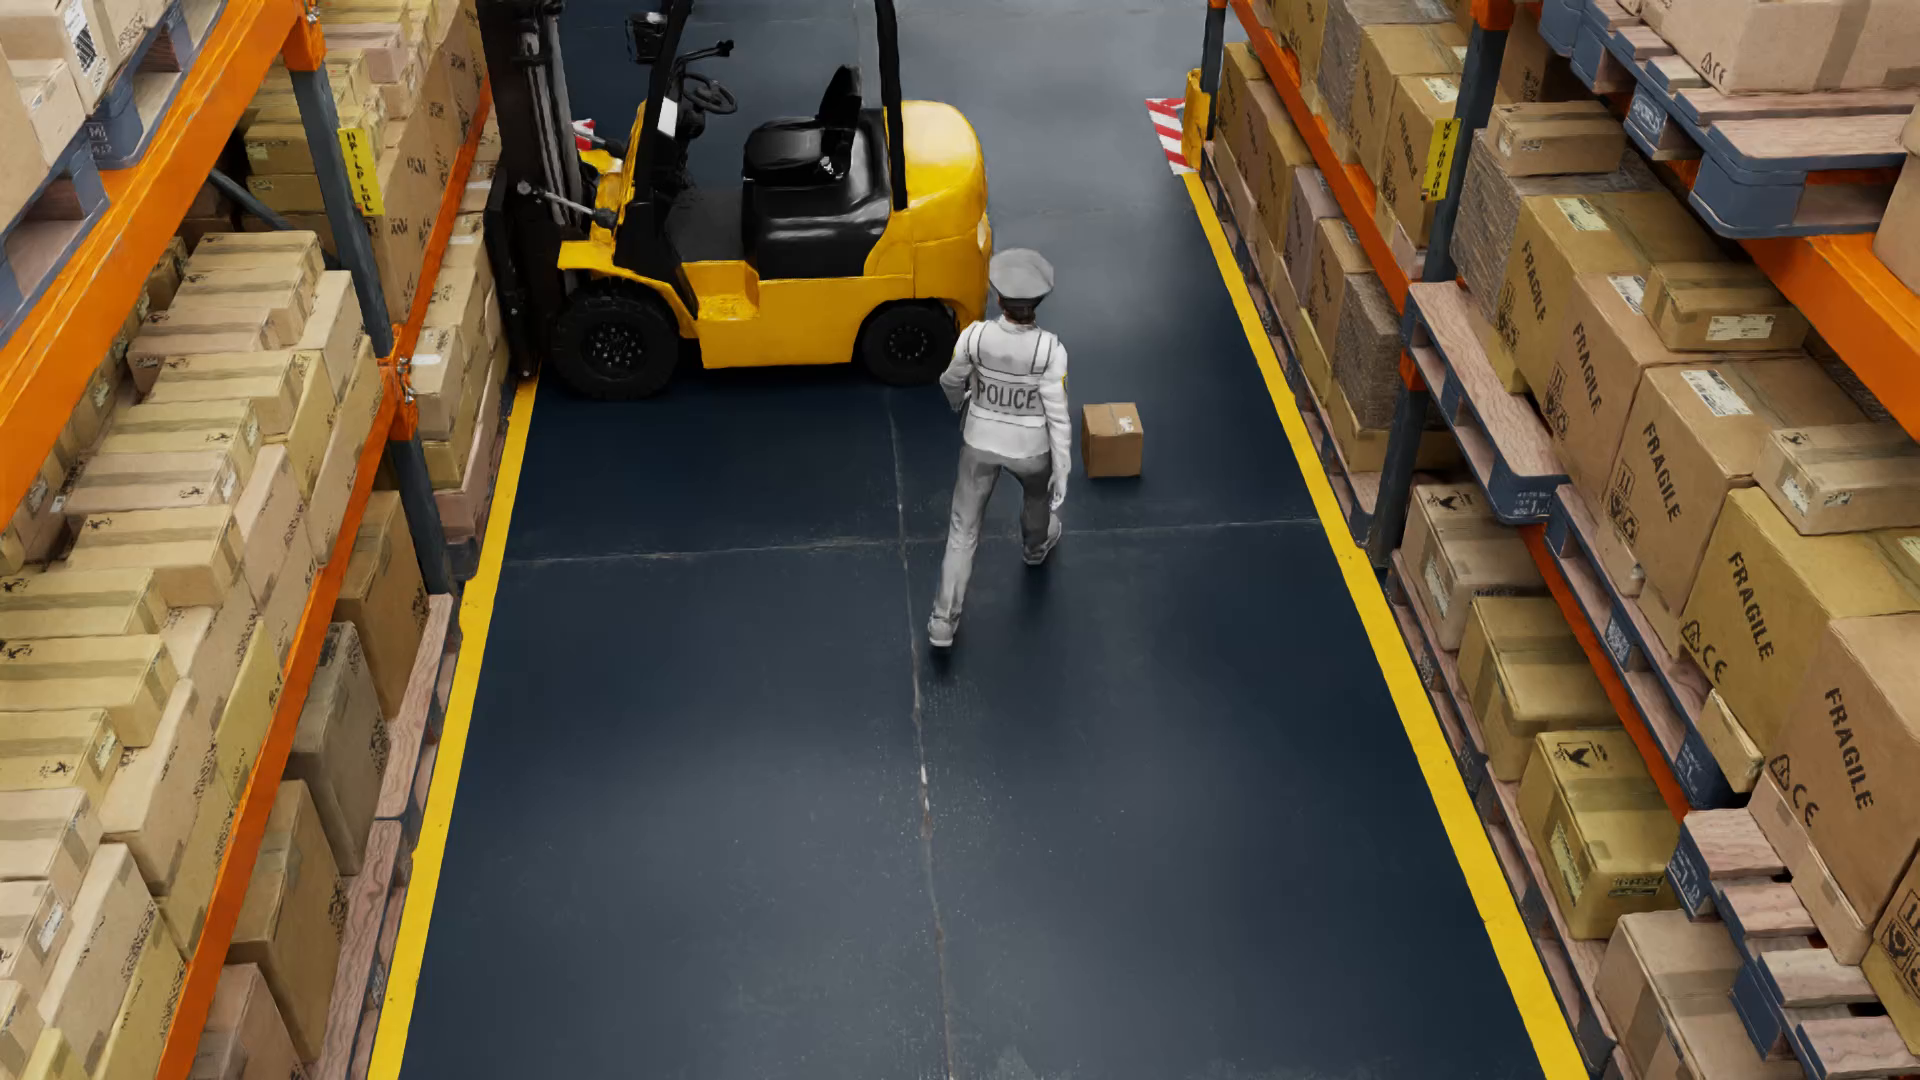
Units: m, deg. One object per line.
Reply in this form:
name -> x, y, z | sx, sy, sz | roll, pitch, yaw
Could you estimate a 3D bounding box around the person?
person -> 0.178, -0.399, 6.631 | 0.591, 1.634, 1.000 | 10, 40, 12
